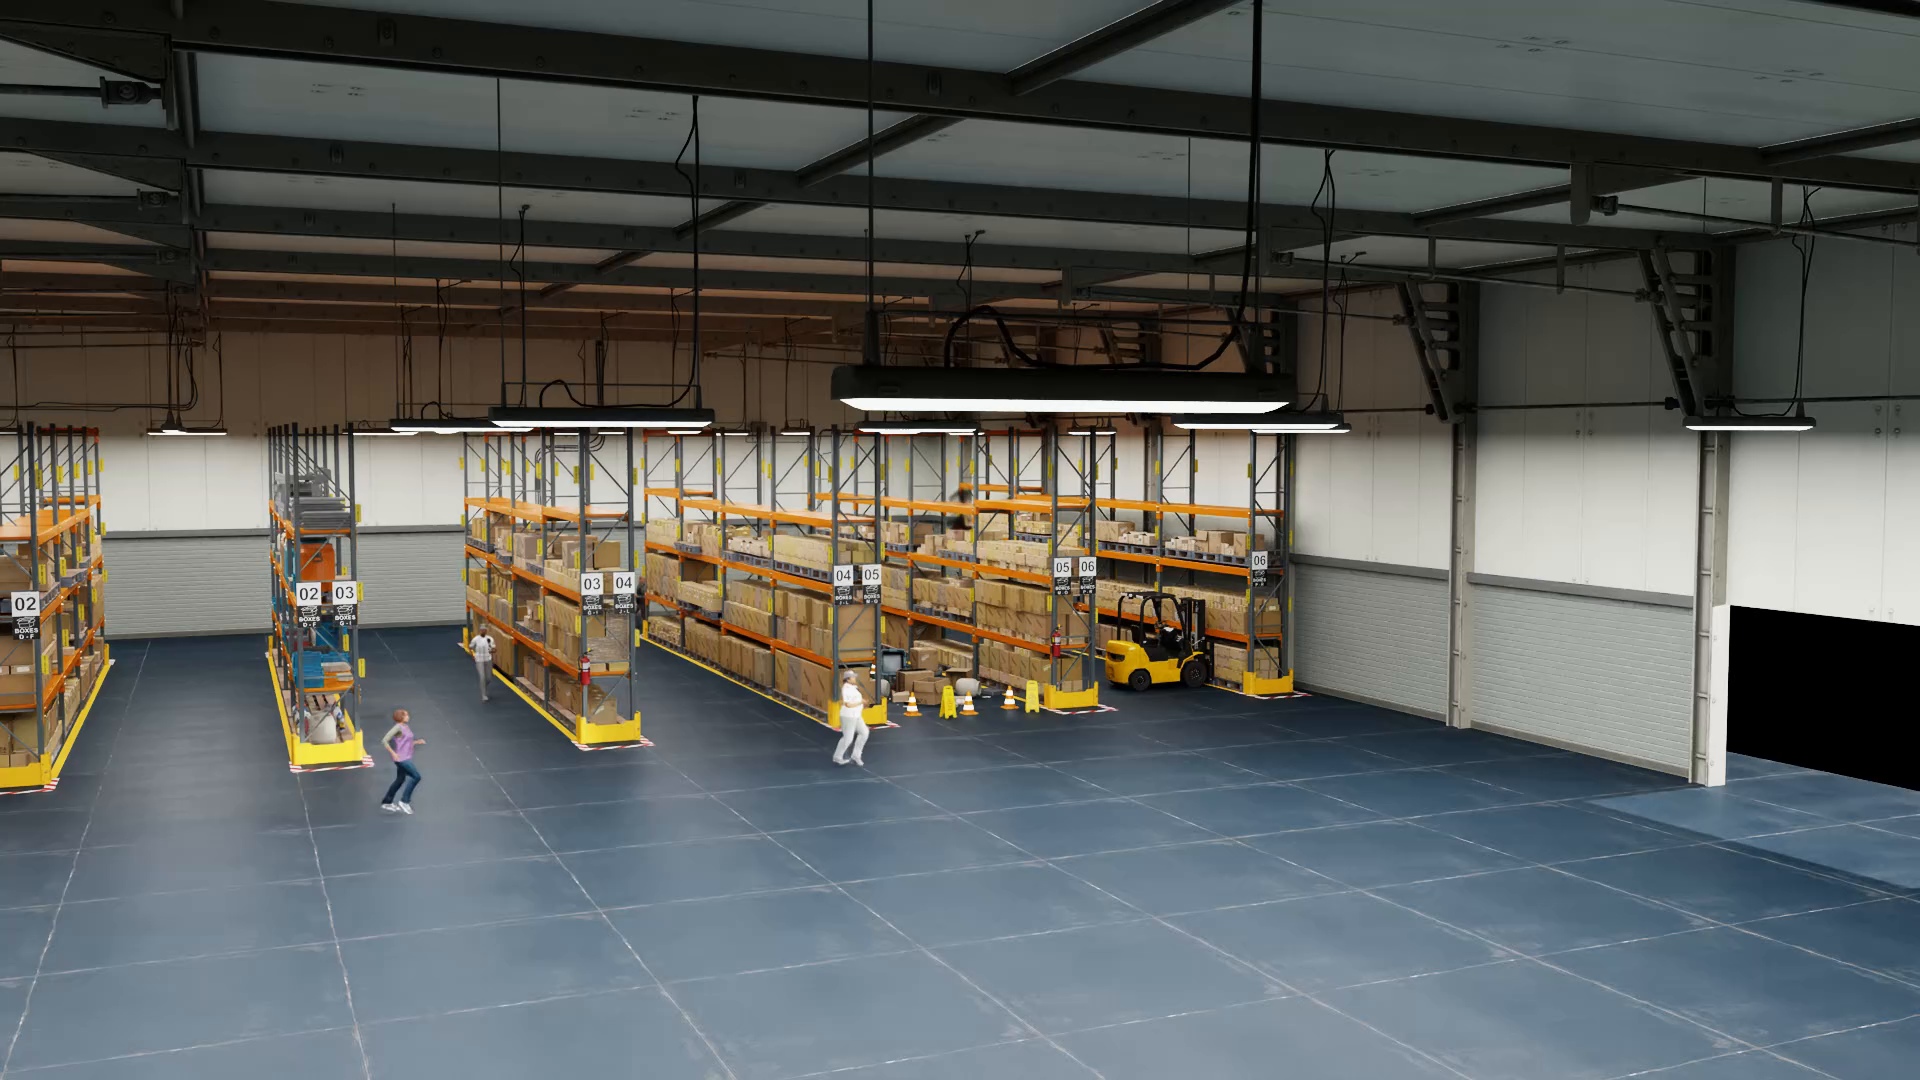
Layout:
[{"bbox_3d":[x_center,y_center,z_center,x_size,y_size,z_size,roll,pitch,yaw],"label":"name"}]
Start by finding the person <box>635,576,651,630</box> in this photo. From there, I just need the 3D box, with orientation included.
[{"bbox_3d":[-9.295,1.914,48.898,0.702,1.763,0.679,-3,5,-42],"label":"person"}]

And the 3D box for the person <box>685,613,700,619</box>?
[{"bbox_3d":[-7.974,1.865,49.198,0.967,1.693,0.734,2,4,26],"label":"person"}]

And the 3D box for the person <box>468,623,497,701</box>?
[{"bbox_3d":[-10.455,2.654,36.452,0.588,1.669,0.851,-2,4,-28],"label":"person"}]

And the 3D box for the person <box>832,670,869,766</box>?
[{"bbox_3d":[-1.889,3.129,29.027,0.680,1.714,0.582,1,4,14],"label":"person"}]

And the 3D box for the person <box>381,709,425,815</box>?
[{"bbox_3d":[-8.486,3.373,25.331,0.682,1.617,0.503,-1,4,-9],"label":"person"}]
